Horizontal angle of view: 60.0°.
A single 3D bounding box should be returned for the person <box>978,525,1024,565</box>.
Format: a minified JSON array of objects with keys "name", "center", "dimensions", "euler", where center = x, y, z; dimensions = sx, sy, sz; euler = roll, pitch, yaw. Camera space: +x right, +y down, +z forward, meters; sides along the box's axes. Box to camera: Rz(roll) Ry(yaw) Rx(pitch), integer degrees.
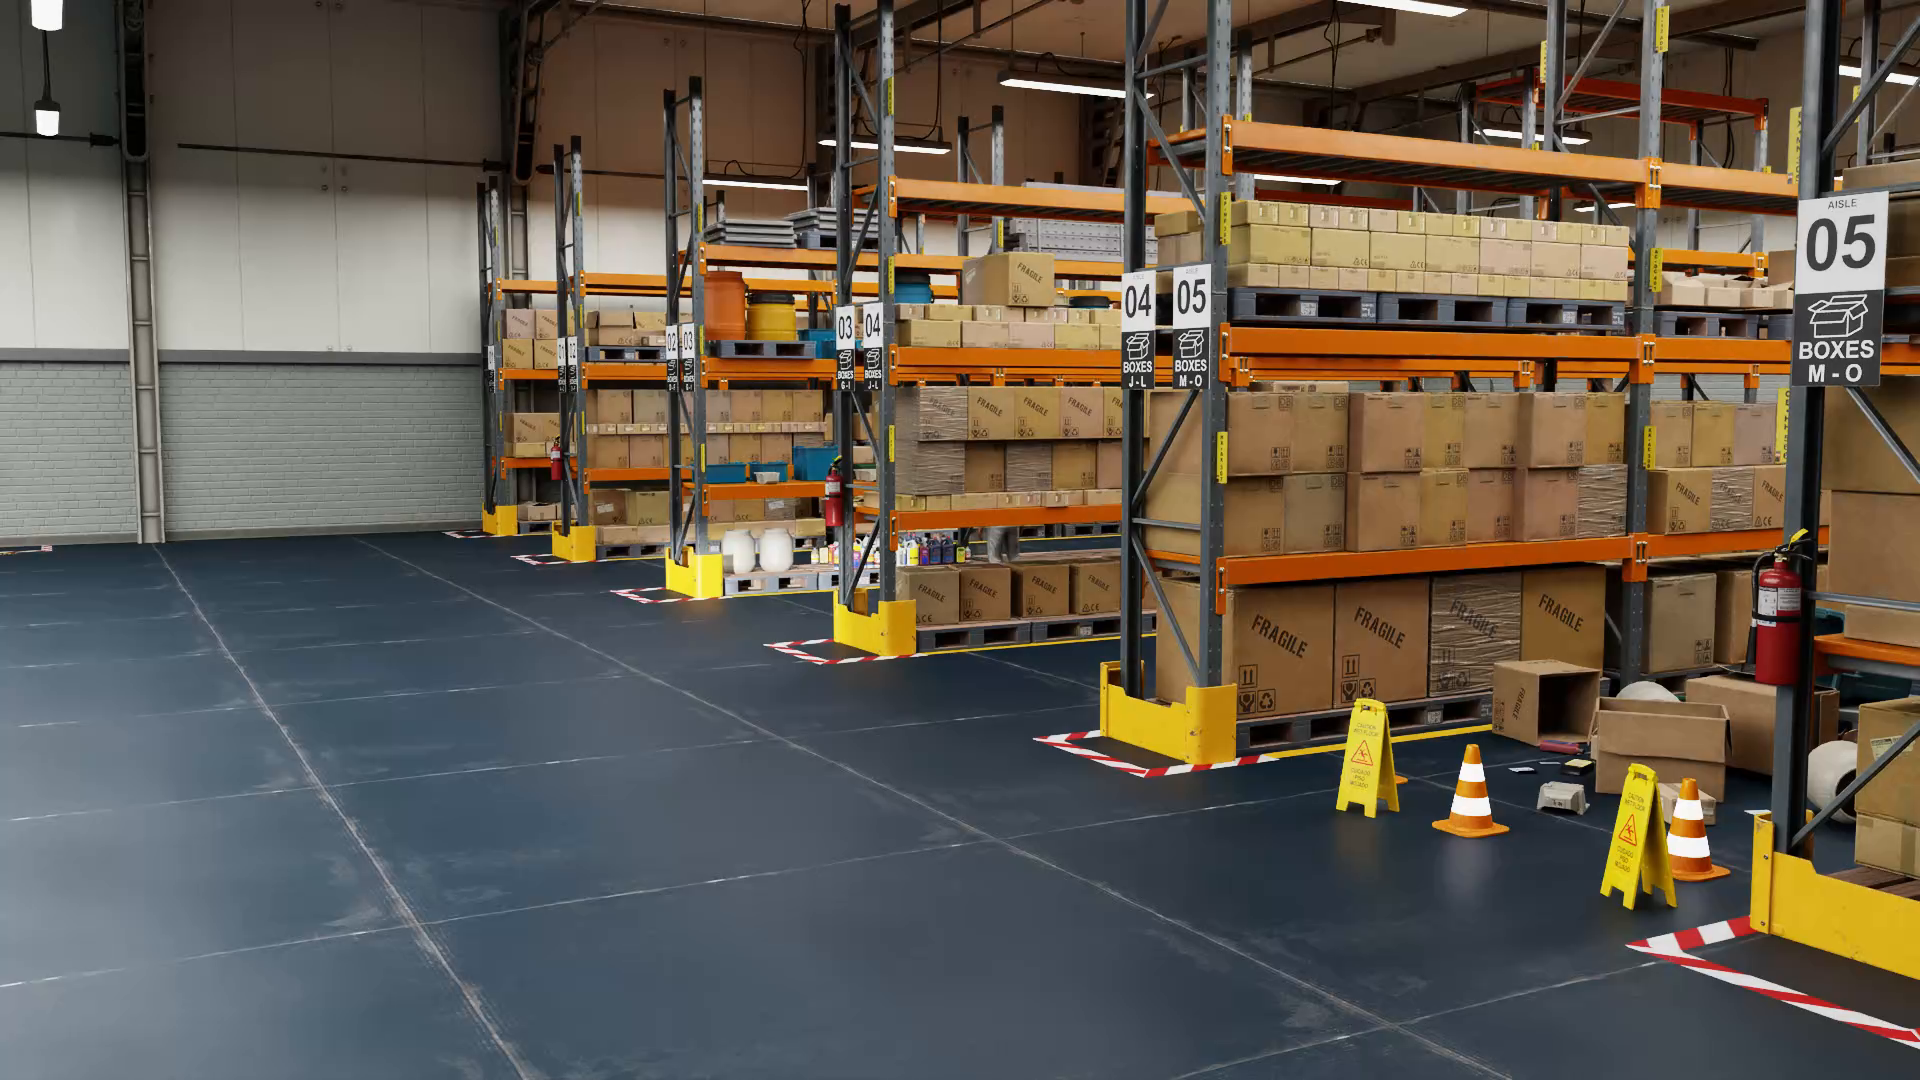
[{"name":"person","center":[0.493,-0.197,19.413],"dimensions":[0.637,1.761,0.454],"euler":[-3,6,-31]}]
